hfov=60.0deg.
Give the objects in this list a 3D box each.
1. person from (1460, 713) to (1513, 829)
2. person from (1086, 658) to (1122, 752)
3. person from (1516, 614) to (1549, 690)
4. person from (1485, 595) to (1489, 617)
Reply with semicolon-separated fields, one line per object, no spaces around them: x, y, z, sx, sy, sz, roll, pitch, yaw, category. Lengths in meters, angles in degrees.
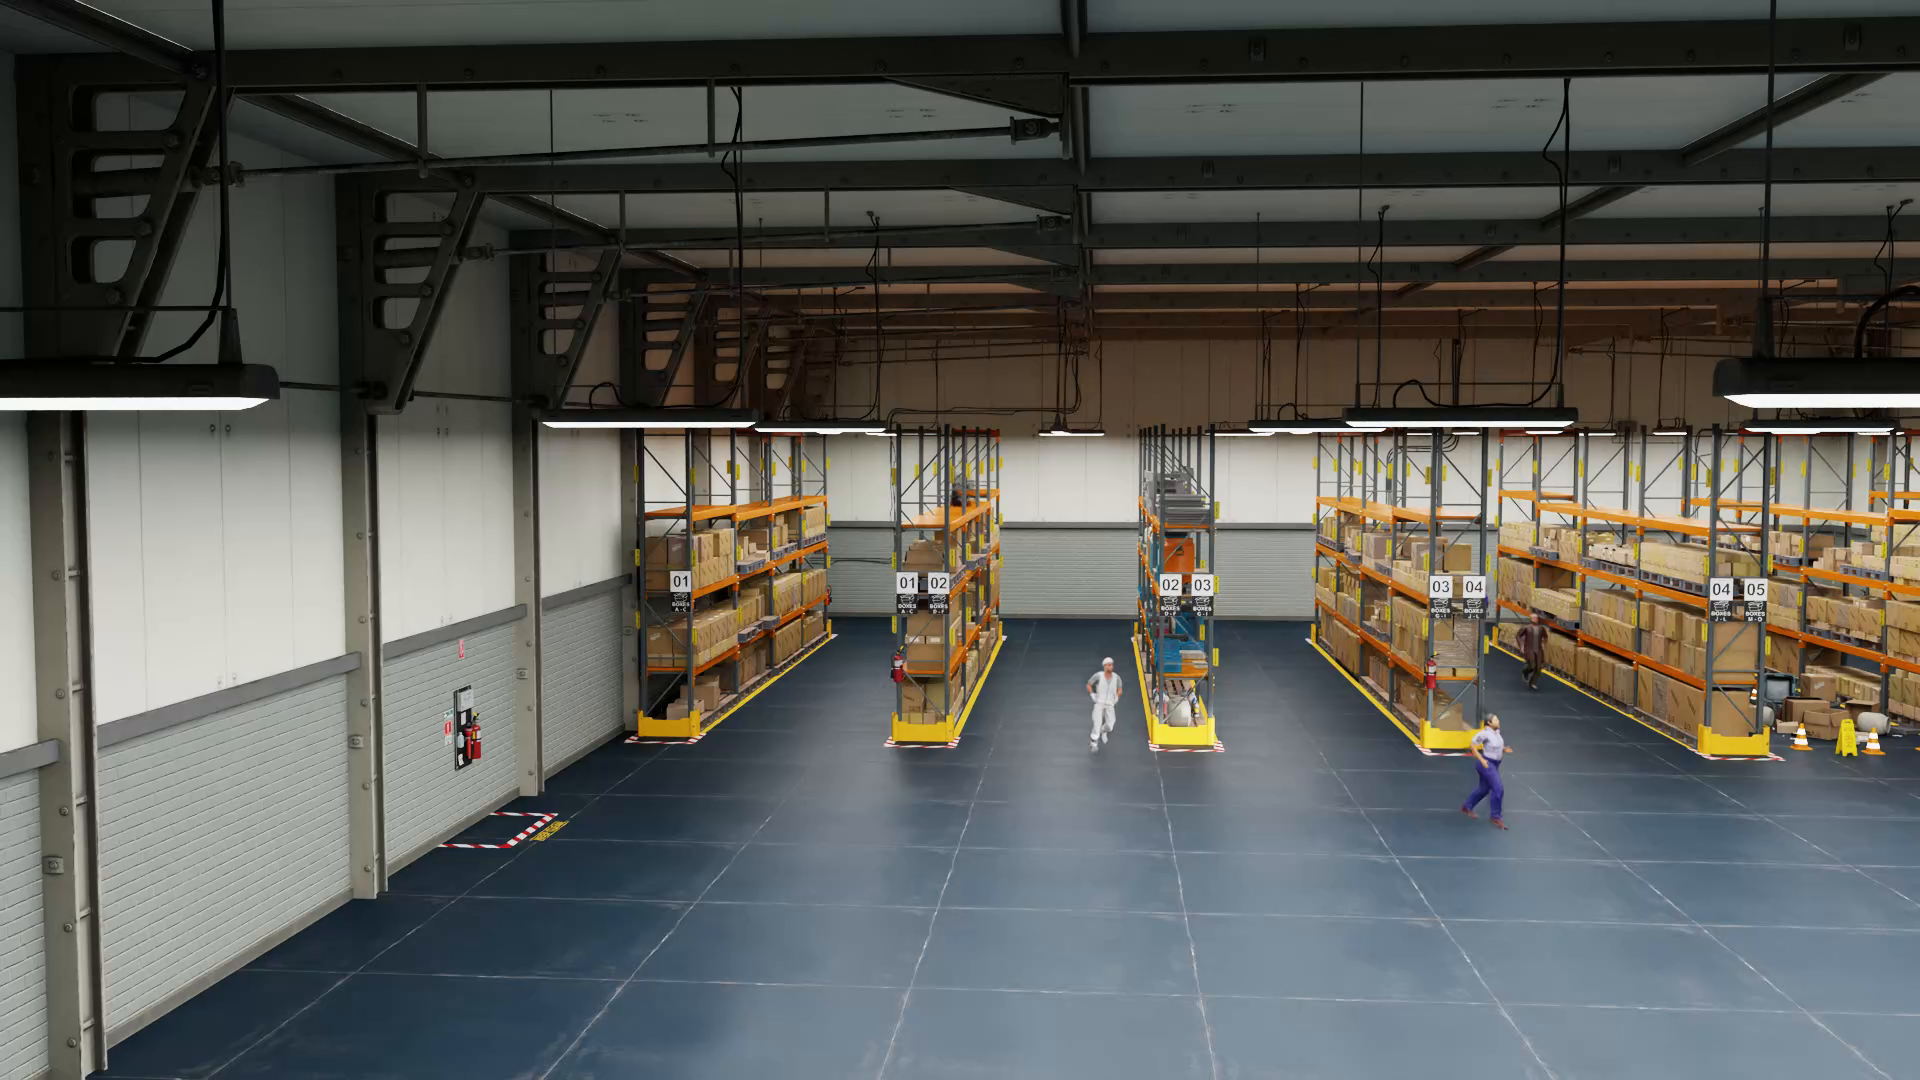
7.804;3.401;24.679;0.756;1.700;0.596;2;4;33;person
2.665;3.014;30.642;0.671;1.708;0.602;0;4;-8;person
13.099;2.548;37.972;0.708;1.730;0.635;0;3;-1;person
14.846;2.060;47.421;0.547;1.552;0.733;-1;4;-9;person
